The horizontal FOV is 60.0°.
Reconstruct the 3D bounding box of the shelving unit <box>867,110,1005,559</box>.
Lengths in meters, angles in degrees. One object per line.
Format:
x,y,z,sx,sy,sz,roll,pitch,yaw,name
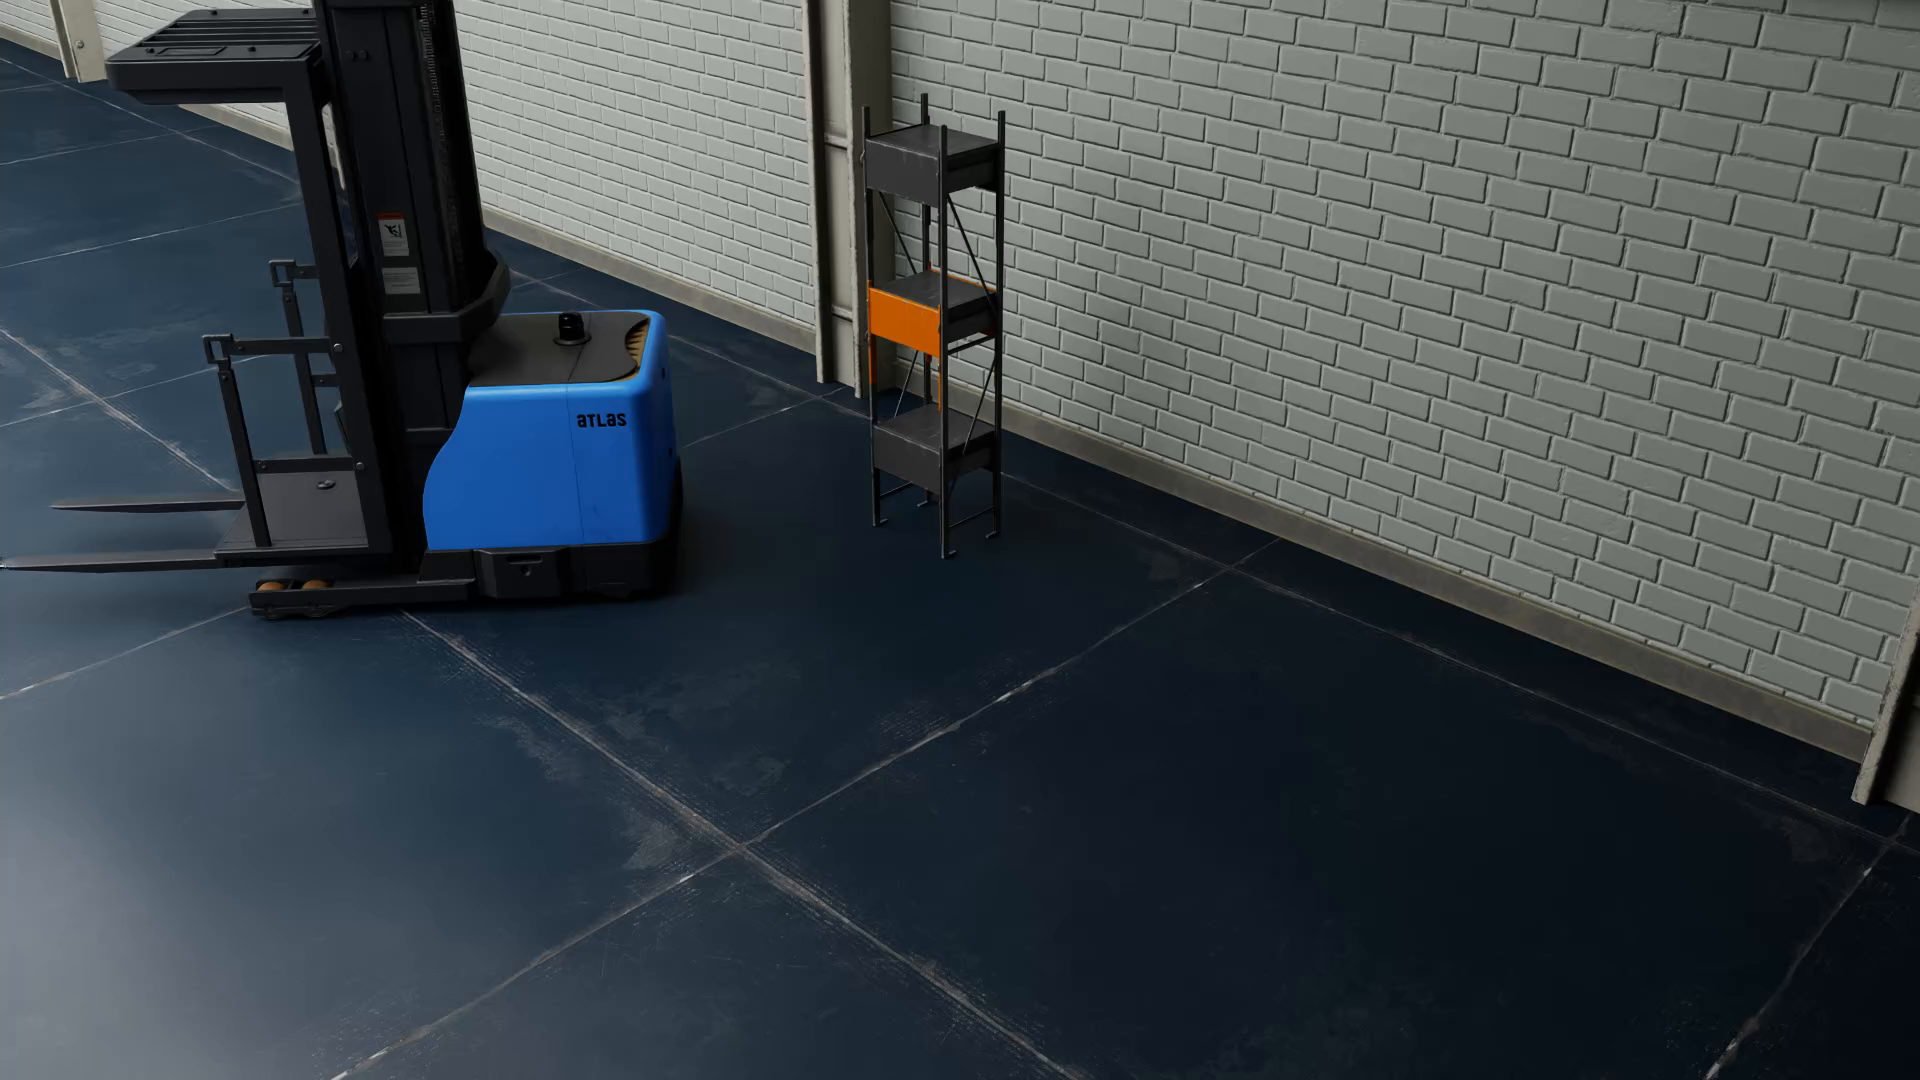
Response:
-0.114,-0.981,7.860,0.492,2.100,0.431,25,36,38,shelving unit

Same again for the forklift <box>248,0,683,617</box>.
-2.889,-1.194,7.371,3.031,2.935,1.130,-2,28,-4,forklift

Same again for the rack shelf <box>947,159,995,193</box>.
-0.118,-1.680,7.498,0.442,0.100,0.332,25,36,38,rack shelf

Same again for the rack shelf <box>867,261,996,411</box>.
-0.118,-0.971,7.870,0.480,0.518,0.431,25,36,38,rack shelf

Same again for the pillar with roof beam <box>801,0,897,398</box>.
-3.639,-3.506,5.249,0.400,9.000,9.100,25,36,38,pillar with roof beam

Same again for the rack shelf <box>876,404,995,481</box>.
-0.118,-0.473,8.132,0.457,0.174,0.368,25,36,38,rack shelf

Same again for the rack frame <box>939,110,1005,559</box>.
0.056,-0.904,7.713,0.015,2.100,0.400,25,36,38,rack frame
